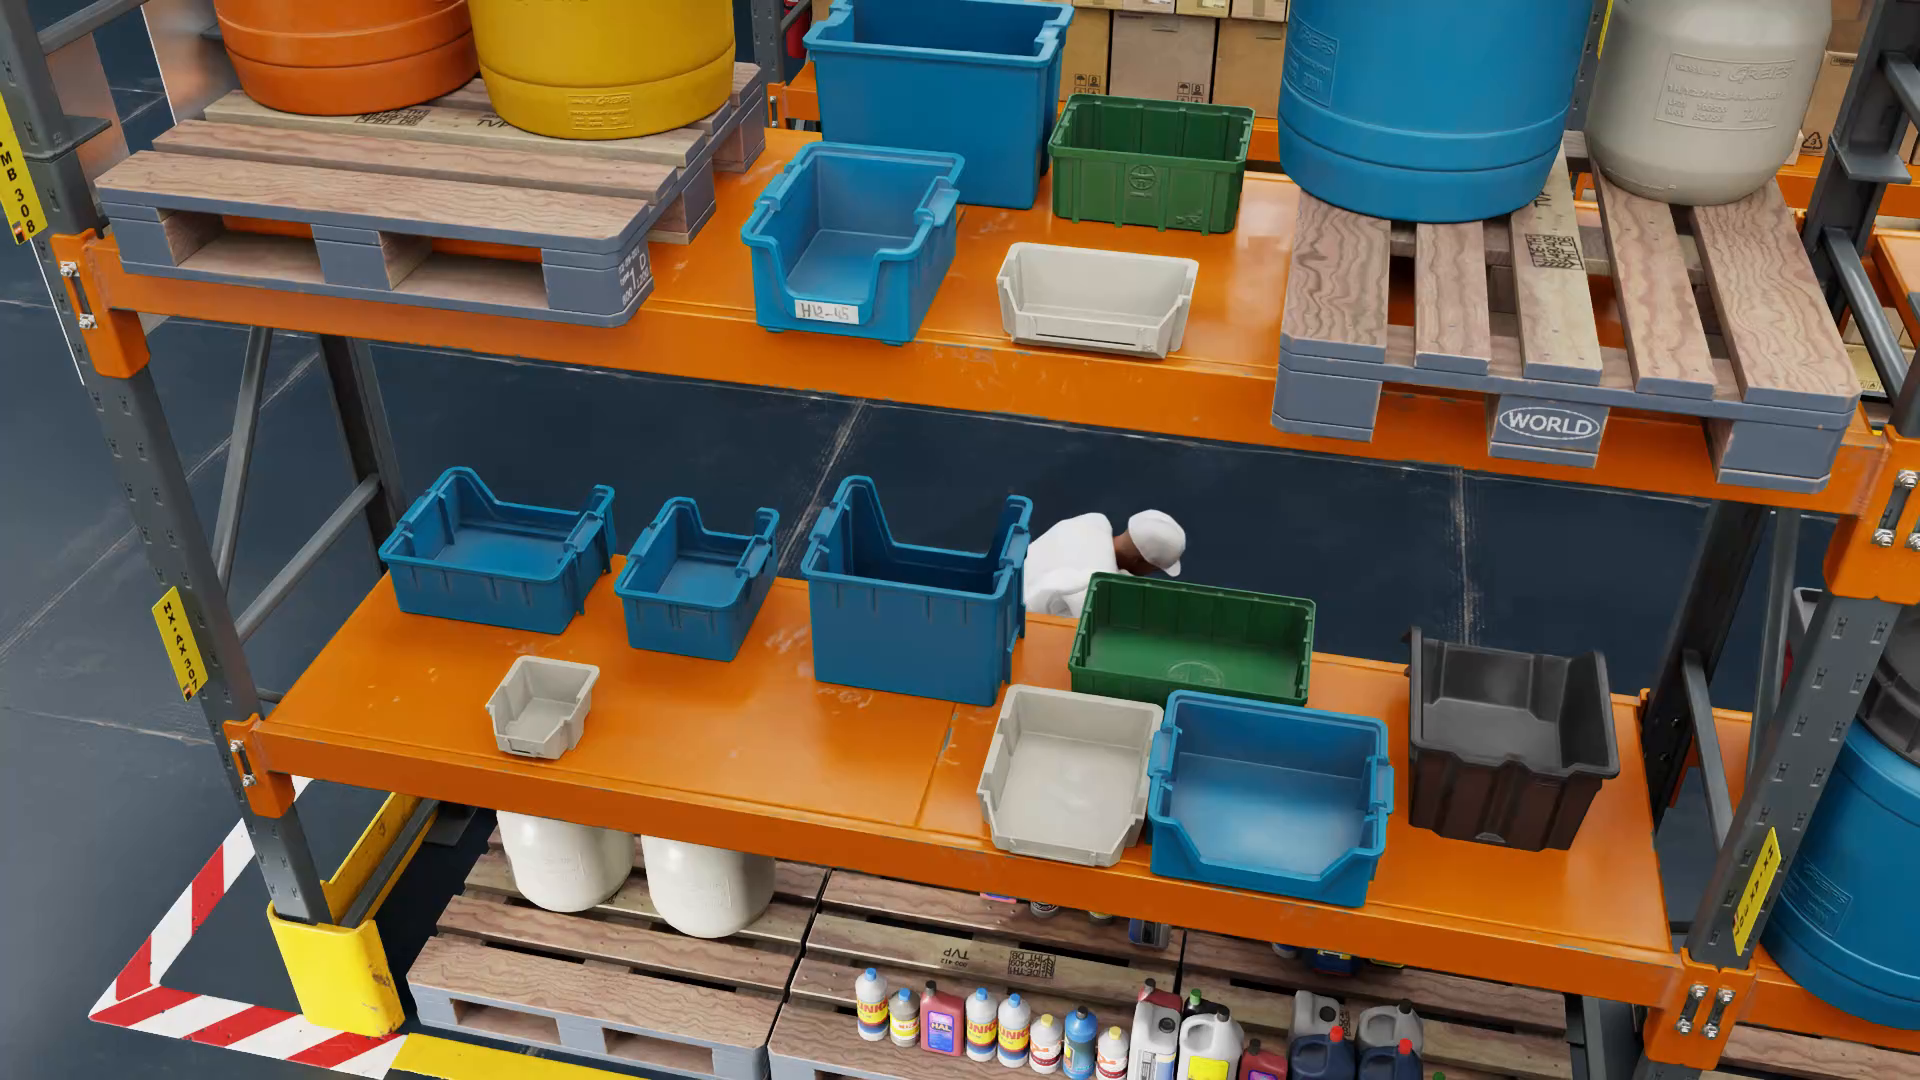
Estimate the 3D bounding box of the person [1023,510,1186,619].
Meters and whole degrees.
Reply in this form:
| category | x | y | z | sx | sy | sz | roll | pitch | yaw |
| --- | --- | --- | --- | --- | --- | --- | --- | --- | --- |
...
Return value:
| category | x | y | z | sx | sy | sz | roll | pitch | yaw |
| --- | --- | --- | --- | --- | --- | --- | --- | --- | --- |
| person | 0.456 | 0.292 | 6.389 | 0.898 | 0.995 | 0.585 | 8 | 37 | 10 |
